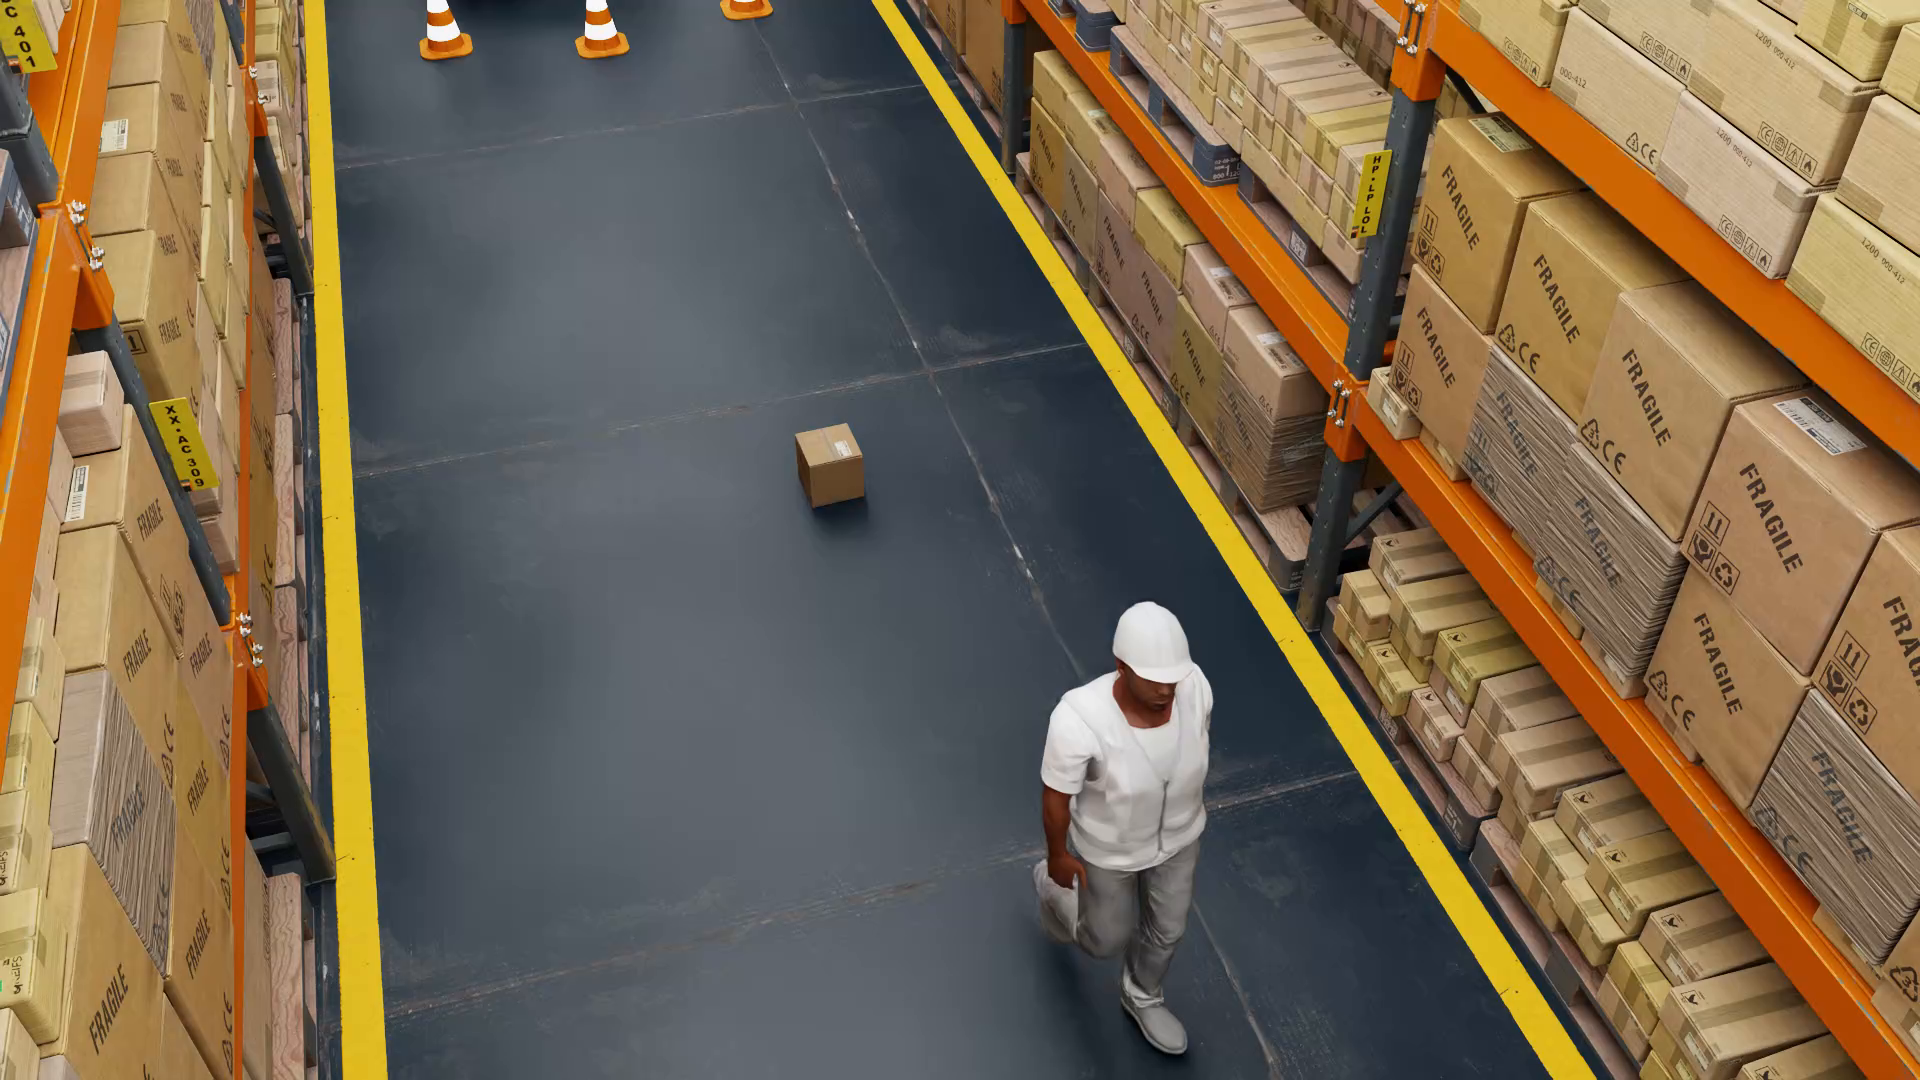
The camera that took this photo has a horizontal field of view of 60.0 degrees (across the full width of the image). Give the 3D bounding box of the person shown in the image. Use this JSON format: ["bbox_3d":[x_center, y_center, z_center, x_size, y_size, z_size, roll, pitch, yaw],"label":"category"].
[{"bbox_3d":[0.525,0.887,5.131,0.573,1.753,0.672,-17,45,-18],"label":"person"}]
